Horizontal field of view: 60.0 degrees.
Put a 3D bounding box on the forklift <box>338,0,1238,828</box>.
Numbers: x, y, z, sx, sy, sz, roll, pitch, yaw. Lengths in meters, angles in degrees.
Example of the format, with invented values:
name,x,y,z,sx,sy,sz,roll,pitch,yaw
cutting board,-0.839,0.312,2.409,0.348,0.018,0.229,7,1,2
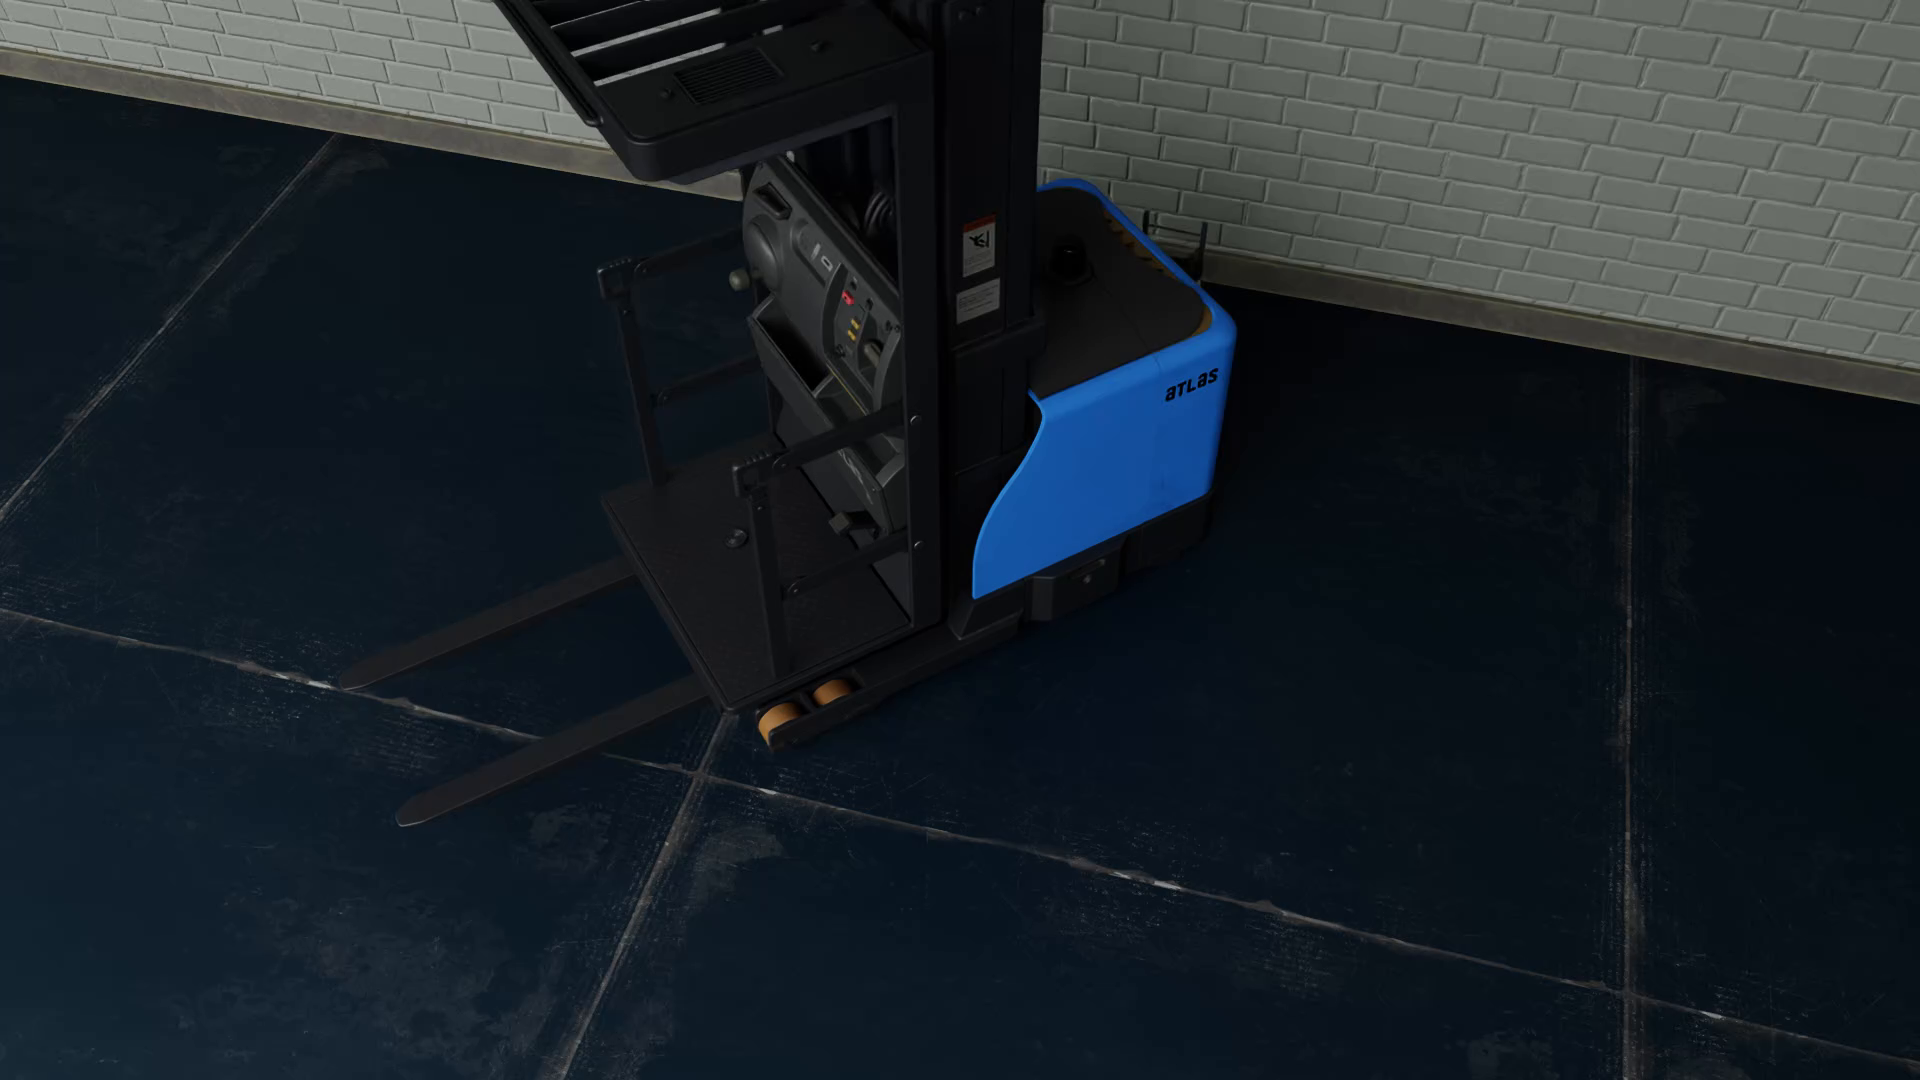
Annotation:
name,x,y,z,sx,sy,sz,roll,pitch,yaw
forklift,-0.601,-0.719,4.930,3.031,2.935,1.130,-24,53,-20

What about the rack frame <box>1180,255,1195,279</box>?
name,x,y,z,sx,sy,sz,roll,pitch,yaw
rack frame,0.727,-0.744,6.306,0.240,0.900,0.006,14,50,12

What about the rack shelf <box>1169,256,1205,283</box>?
name,x,y,z,sx,sy,sz,roll,pitch,yaw
rack shelf,0.760,-0.973,6.193,0.258,0.077,0.200,14,50,12

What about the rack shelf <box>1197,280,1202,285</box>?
name,x,y,z,sx,sy,sz,roll,pitch,yaw
rack shelf,0.760,-0.913,6.260,0.258,0.077,0.200,14,50,12

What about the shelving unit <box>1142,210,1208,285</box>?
name,x,y,z,sx,sy,sz,roll,pitch,yaw
shelving unit,0.760,-0.816,6.370,0.258,0.900,0.210,14,50,12

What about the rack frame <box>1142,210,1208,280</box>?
name,x,y,z,sx,sy,sz,roll,pitch,yaw
rack frame,0.792,-0.888,6.434,0.240,0.900,0.006,14,50,12
